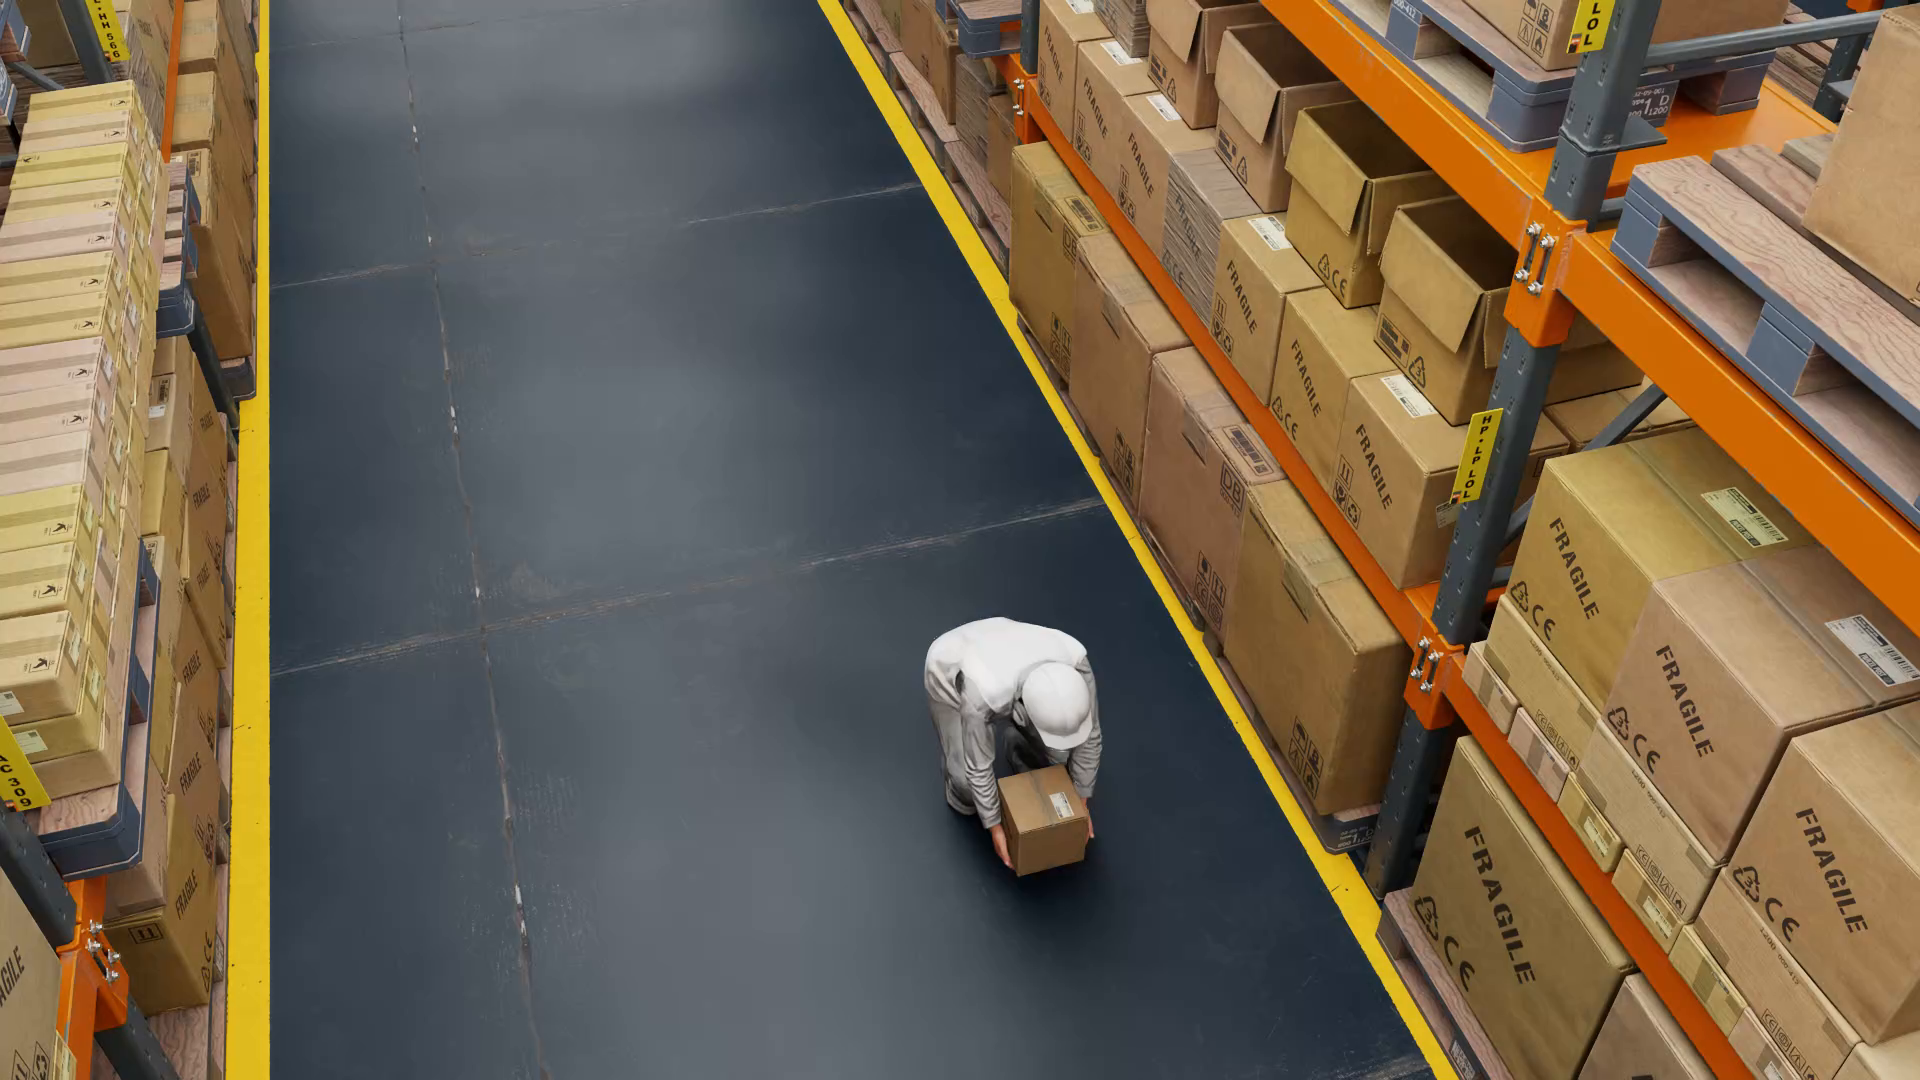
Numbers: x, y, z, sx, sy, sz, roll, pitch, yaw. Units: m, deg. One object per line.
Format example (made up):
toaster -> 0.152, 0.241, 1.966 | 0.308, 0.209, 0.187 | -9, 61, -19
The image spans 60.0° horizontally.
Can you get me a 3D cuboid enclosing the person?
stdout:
person -> 0.191, 0.636, 6.015 | 0.542, 1.004, 0.875 | -12, 43, -13
